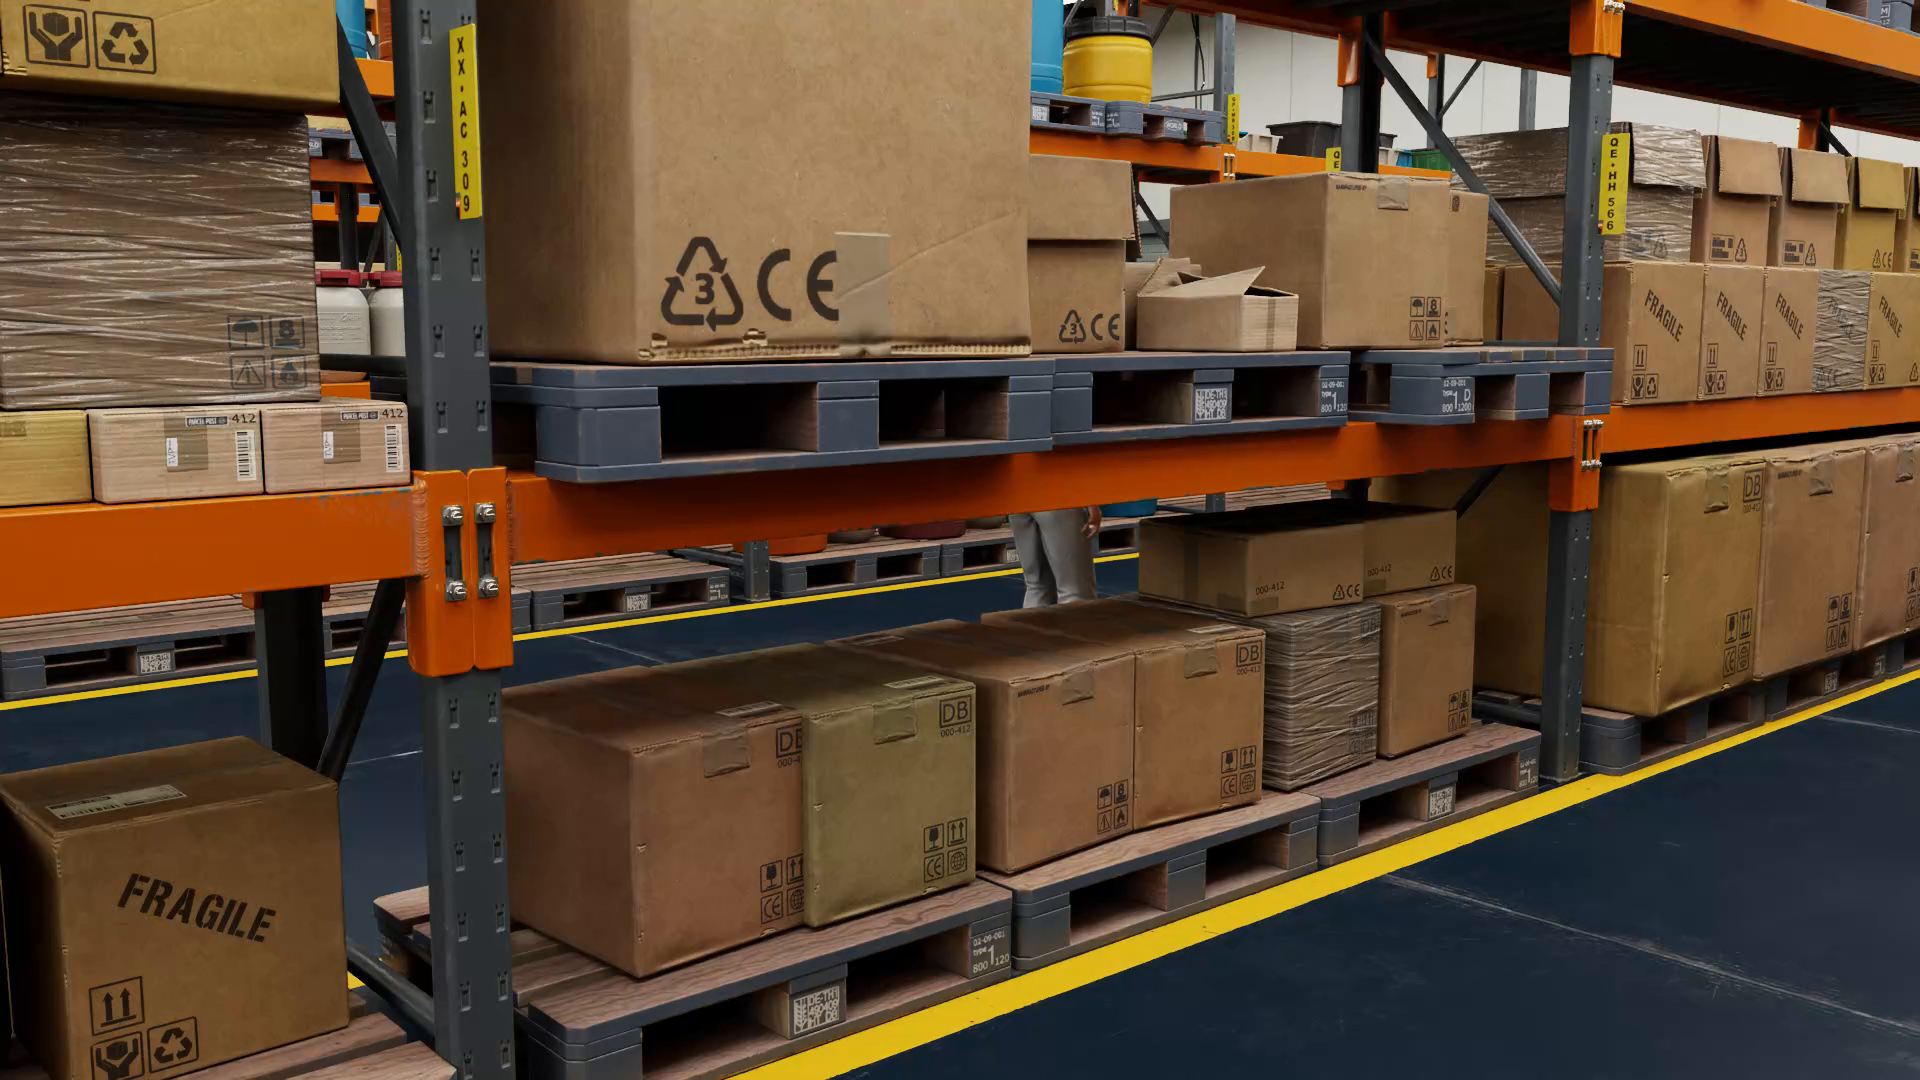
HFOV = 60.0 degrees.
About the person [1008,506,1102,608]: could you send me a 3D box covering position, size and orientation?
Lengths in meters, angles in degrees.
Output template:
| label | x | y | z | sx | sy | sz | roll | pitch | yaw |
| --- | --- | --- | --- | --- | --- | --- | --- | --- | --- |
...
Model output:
| label | x | y | z | sx | sy | sz | roll | pitch | yaw |
| --- | --- | --- | --- | --- | --- | --- | --- | --- | --- |
| person | 0.399 | -0.139 | 6.851 | 0.416 | 1.671 | 0.505 | -7 | 10 | -44 |
